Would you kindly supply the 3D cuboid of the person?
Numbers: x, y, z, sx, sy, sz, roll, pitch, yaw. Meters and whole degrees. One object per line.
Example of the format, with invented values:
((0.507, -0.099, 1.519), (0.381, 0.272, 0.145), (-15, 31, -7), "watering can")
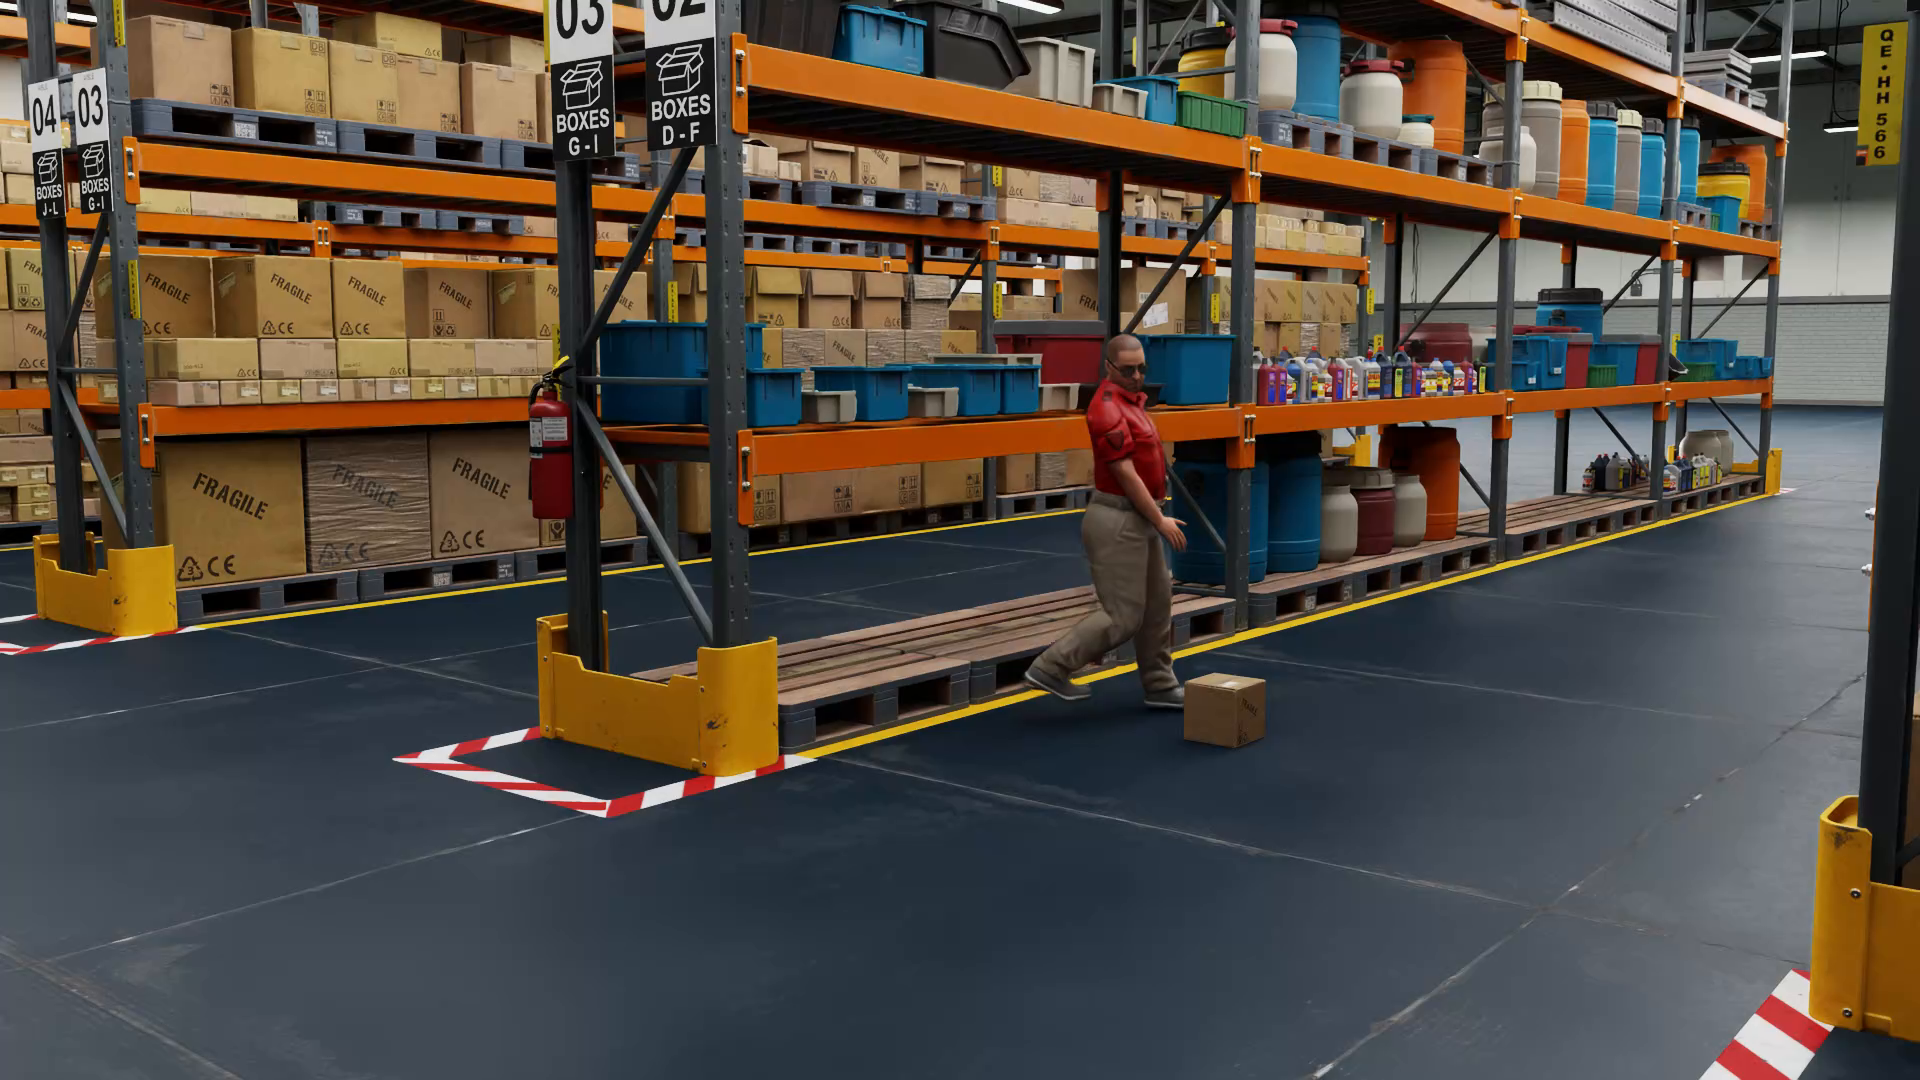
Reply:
((0.715, -0.060, 7.351), (0.787, 1.687, 0.591), (2, 7, 18), "person")
